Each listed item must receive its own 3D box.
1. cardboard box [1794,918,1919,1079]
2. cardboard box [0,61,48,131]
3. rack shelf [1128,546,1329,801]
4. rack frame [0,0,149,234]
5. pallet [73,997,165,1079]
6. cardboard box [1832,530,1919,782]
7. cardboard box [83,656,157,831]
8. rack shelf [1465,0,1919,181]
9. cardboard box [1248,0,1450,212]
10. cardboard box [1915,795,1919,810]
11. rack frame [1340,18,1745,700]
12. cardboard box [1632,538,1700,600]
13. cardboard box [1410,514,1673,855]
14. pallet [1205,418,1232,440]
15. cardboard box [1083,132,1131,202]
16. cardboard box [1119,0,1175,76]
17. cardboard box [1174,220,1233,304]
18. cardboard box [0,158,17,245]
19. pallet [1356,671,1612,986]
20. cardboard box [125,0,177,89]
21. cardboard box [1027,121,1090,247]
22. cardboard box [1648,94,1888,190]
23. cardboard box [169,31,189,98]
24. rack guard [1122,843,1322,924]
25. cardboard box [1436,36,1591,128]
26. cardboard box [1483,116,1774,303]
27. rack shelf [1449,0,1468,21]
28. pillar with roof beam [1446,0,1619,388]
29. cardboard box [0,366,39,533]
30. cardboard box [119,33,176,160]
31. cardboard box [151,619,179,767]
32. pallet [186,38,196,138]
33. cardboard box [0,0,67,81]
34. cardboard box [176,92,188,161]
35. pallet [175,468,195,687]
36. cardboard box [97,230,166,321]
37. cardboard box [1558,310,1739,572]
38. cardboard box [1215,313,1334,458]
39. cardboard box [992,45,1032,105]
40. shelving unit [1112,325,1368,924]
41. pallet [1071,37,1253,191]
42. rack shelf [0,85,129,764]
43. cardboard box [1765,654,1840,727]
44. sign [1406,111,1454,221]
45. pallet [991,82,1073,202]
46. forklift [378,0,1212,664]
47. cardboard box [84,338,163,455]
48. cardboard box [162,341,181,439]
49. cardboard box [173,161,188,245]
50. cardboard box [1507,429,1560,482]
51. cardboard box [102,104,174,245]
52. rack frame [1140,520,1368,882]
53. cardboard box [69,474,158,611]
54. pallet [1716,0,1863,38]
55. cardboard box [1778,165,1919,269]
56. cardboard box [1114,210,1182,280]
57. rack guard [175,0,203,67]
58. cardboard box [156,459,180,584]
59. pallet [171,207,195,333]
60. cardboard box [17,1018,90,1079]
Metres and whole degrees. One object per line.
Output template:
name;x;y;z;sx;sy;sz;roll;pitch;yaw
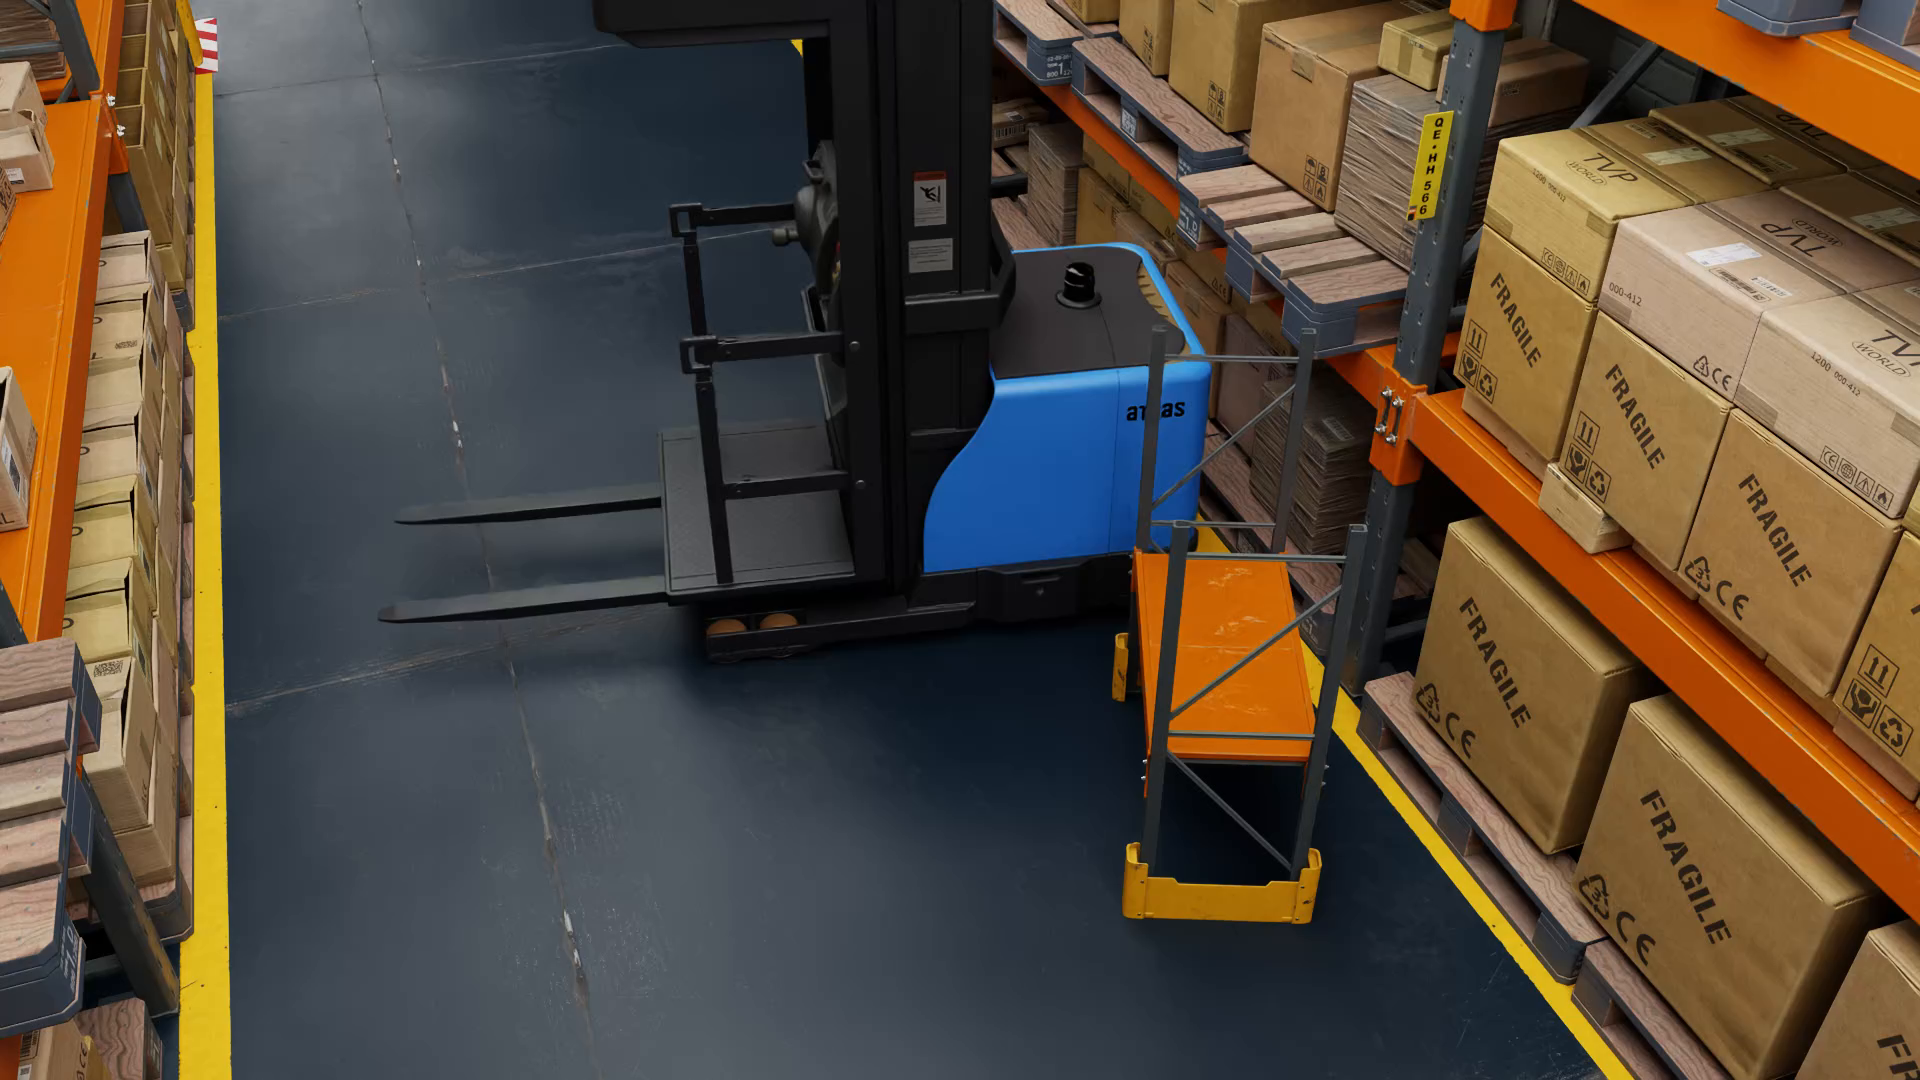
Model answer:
cardboard box;2.583;1.348;3.905;0.750;0.750;0.750;-11;38;-15
cardboard box;-3.955;-1.663;6.590;0.500;0.250;0.500;-10;38;-13
rack shelf;0.823;0.400;5.271;0.538;0.185;1.000;1;37;2
rack frame;-4.165;-1.992;6.902;1.000;3.000;0.127;-12;39;-16
pallet;-2.567;1.811;4.171;1.003;0.211;1.213;-12;39;-16
cardboard box;2.316;0.271;3.550;0.500;0.500;0.500;-11;38;-15
cardboard box;-2.693;0.617;4.908;0.500;0.311;0.500;-11;38;-14
rack shelf;2.549;-0.541;3.080;1.077;0.370;4.000;-12;39;-16
cardboard box;1.472;-1.550;5.865;0.700;0.500;0.500;-16;40;-20
cardboard box;2.379;0.580;3.679;0.380;0.149;0.250;-11;38;-15
rack frame;1.861;-0.760;5.266;1.000;3.000;0.127;-12;39;-16
cardboard box;2.050;-0.006;4.457;0.380;0.149;0.250;-13;39;-16
cardboard box;1.991;0.373;5.199;0.750;0.750;0.750;-13;39;-17
pallet;1.177;-0.776;7.605;1.003;0.211;1.213;-12;39;-16
cardboard box;0.908;-1.836;7.784;0.500;0.250;0.500;-13;39;-17
cardboard box;1.069;-2.259;6.807;0.700;0.500;0.500;-7;38;-10
cardboard box;1.245;-1.258;7.015;0.500;0.250;0.500;-13;39;-16
cardboard box;-3.735;-1.297;5.896;0.500;0.500;0.500;-10;38;-13
pallet;2.062;0.814;5.493;1.003;0.211;1.213;-12;39;-16
cardboard box;-4.720;-2.818;9.311;0.500;0.500;0.500;-12;39;-16
cardboard box;0.754;-1.785;8.339;0.700;0.500;0.500;-11;38;-14
cardboard box;2.261;-1.024;4.646;0.500;0.250;0.500;-11;38;-15
cardboard box;-4.896;-2.800;9.910;0.500;0.250;0.500;-12;39;-16
rack guard;0.802;1.061;5.134;0.587;0.250;0.087;1;37;2
cardboard box;1.714;-1.424;5.159;0.380;0.149;0.250;-18;40;-22
cardboard box;1.785;-0.901;4.482;0.500;0.250;0.500;-12;38;-15
rack shelf;1.173;-2.801;6.080;1.077;0.370;4.000;-12;39;-16
pillar with roof beam;-1.816;-3.179;3.491;9.100;9.000;0.400;-12;39;-16
cardboard box;-2.915;-0.242;4.653;0.500;0.311;0.500;-13;39;-16
cardboard box;-4.375;-2.253;8.561;0.500;0.500;0.500;-12;39;-16
cardboard box;-2.867;0.557;5.453;0.500;0.250;0.500;-13;39;-17
pallet;-5.239;-2.715;10.179;1.003;0.211;1.213;-12;39;-16
cardboard box;-4.324;-2.282;7.203;0.700;0.500;0.500;-13;39;-17
cardboard box;-4.552;-2.235;9.160;0.500;0.250;0.500;-12;39;-16
pallet;-3.452;0.220;6.283;1.003;0.211;1.213;-12;39;-16
cardboard box;-3.757;-1.116;7.209;0.500;0.311;0.500;-12;39;-16
cardboard box;1.959;-0.302;4.311;0.500;0.500;0.500;-11;38;-14
cardboard box;1.496;-0.649;6.830;0.700;0.500;0.500;-13;39;-16
cardboard box;0.090;-2.775;9.653;0.500;0.500;0.500;-15;40;-19
shelving unit;0.823;0.262;5.156;0.587;1.500;1.083;1;37;2
pallet;1.141;-1.794;6.798;1.003;0.211;1.213;-12;39;-16
rack shelf;-3.477;-0.575;5.618;1.077;0.370;4.000;-12;39;-16
cardboard box;2.226;0.287;4.068;0.380;0.149;0.250;-12;39;-15
sign;1.355;-1.074;4.786;0.100;0.325;0.005;-12;39;-16
pallet;0.220;-2.278;9.599;1.003;0.211;1.213;-12;39;-16
forklift;-0.666;-1.058;5.718;3.031;2.935;1.130;-6;37;-8
cardboard box;-3.402;-0.541;6.446;0.500;0.311;0.500;-13;39;-16
cardboard box;-3.578;-0.601;6.992;0.500;0.250;0.500;-13;39;-17
cardboard box;-4.207;-1.670;8.410;0.500;0.250;0.500;-12;39;-16
cardboard box;1.835;-0.290;4.834;0.380;0.149;0.250;-12;39;-15
cardboard box;-4.031;-1.688;7.811;0.500;0.500;0.500;-12;39;-16
rack frame;0.802;0.562;4.757;0.500;1.500;0.032;1;37;2
cardboard box;-3.055;0.034;5.683;0.500;0.311;0.500;-13;39;-17
pallet;2.132;-1.530;3.953;1.213;0.211;1.003;-11;38;-14
cardboard box;2.436;-0.731;4.257;0.500;0.250;0.500;-14;39;-17
cardboard box;1.116;-1.207;7.571;0.700;0.500;0.500;-12;39;-15
rack guard;-5.550;-3.267;10.672;1.175;0.500;0.348;-12;39;-16
cardboard box;-3.228;-0.025;6.226;0.500;0.250;0.500;-12;39;-15
pallet;-4.400;-1.337;8.349;1.003;0.211;1.213;-12;39;-16
cardboard box;-2.223;1.301;3.618;0.500;0.250;0.500;-11;38;-14
